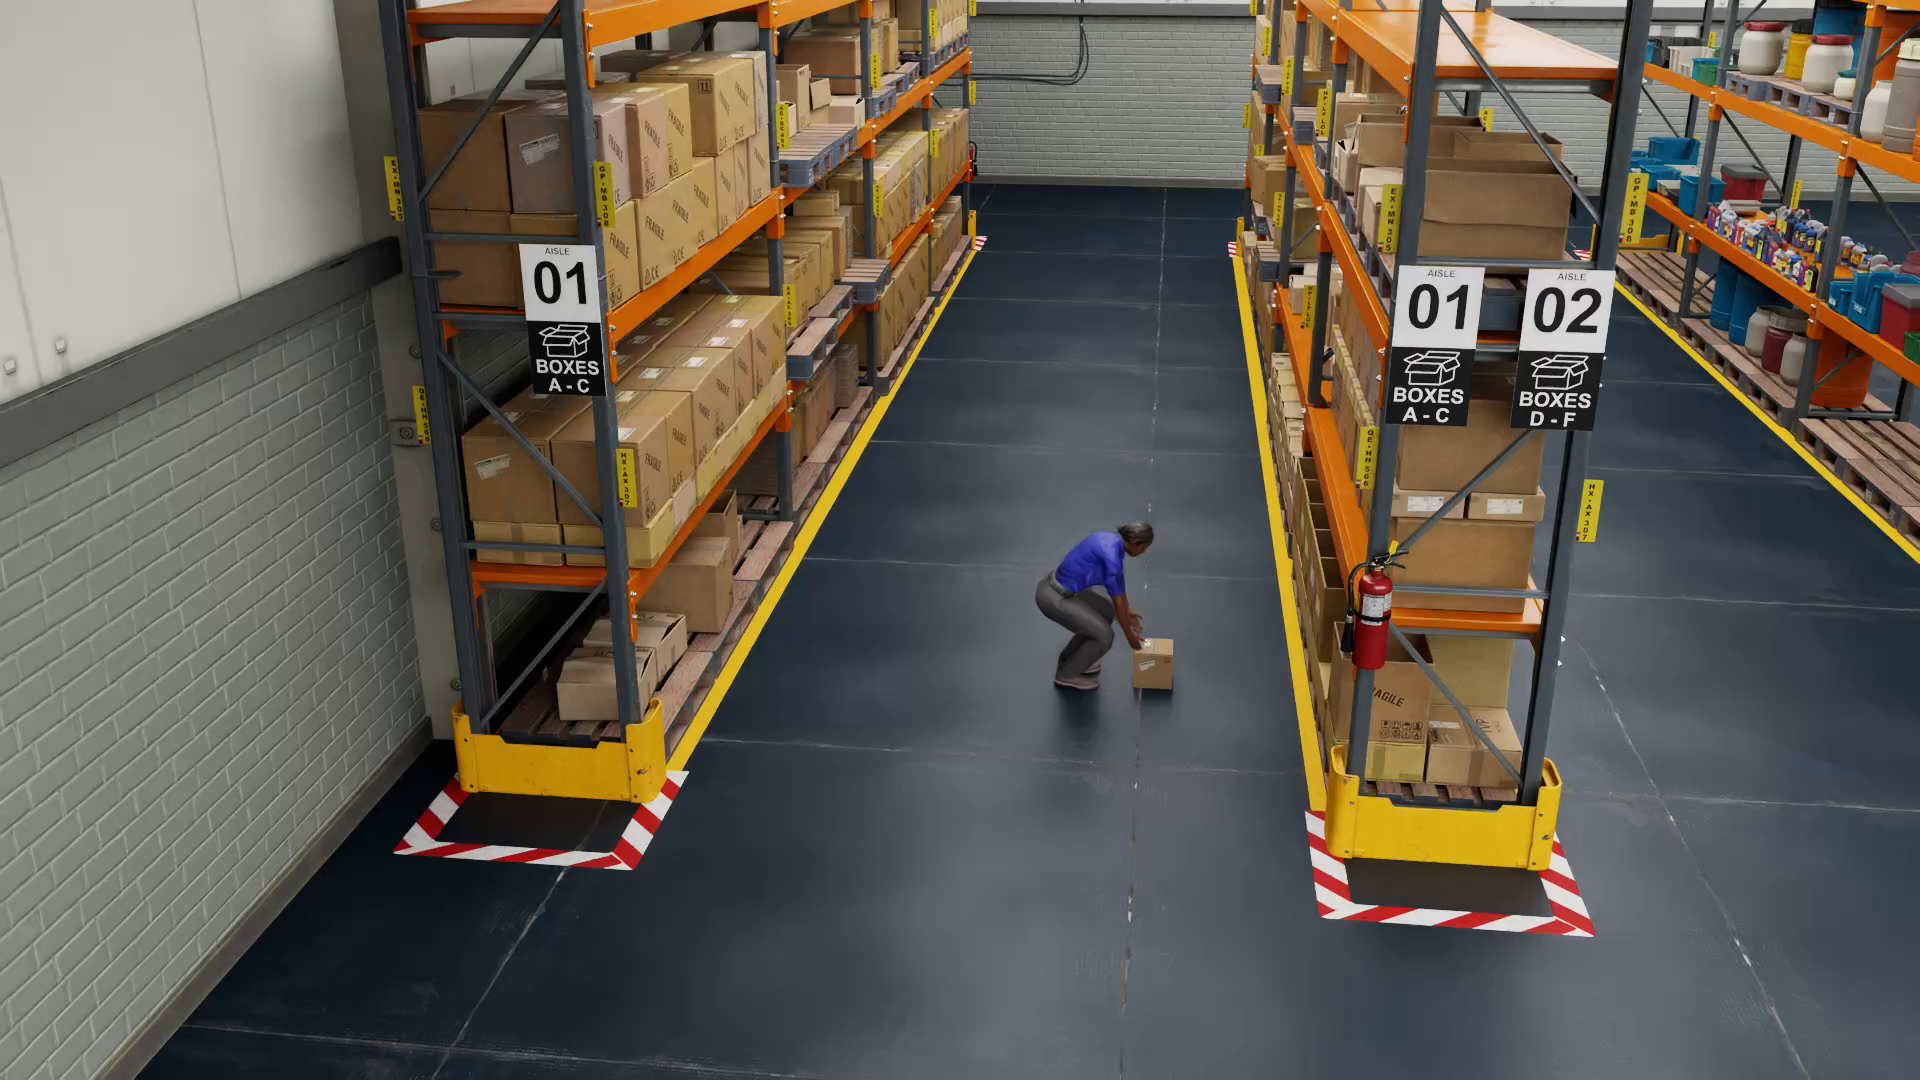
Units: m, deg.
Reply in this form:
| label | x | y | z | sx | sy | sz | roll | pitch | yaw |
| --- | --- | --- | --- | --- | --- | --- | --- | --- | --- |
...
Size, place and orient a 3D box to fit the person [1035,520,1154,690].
| label | x | y | z | sx | sy | sz | roll | pitch | yaw |
| --- | --- | --- | --- | --- | --- | --- | --- | --- | --- |
| person | 0.869 | 0.391 | 10.858 | 0.749 | 1.106 | 0.500 | 2 | 21 | 6 |
